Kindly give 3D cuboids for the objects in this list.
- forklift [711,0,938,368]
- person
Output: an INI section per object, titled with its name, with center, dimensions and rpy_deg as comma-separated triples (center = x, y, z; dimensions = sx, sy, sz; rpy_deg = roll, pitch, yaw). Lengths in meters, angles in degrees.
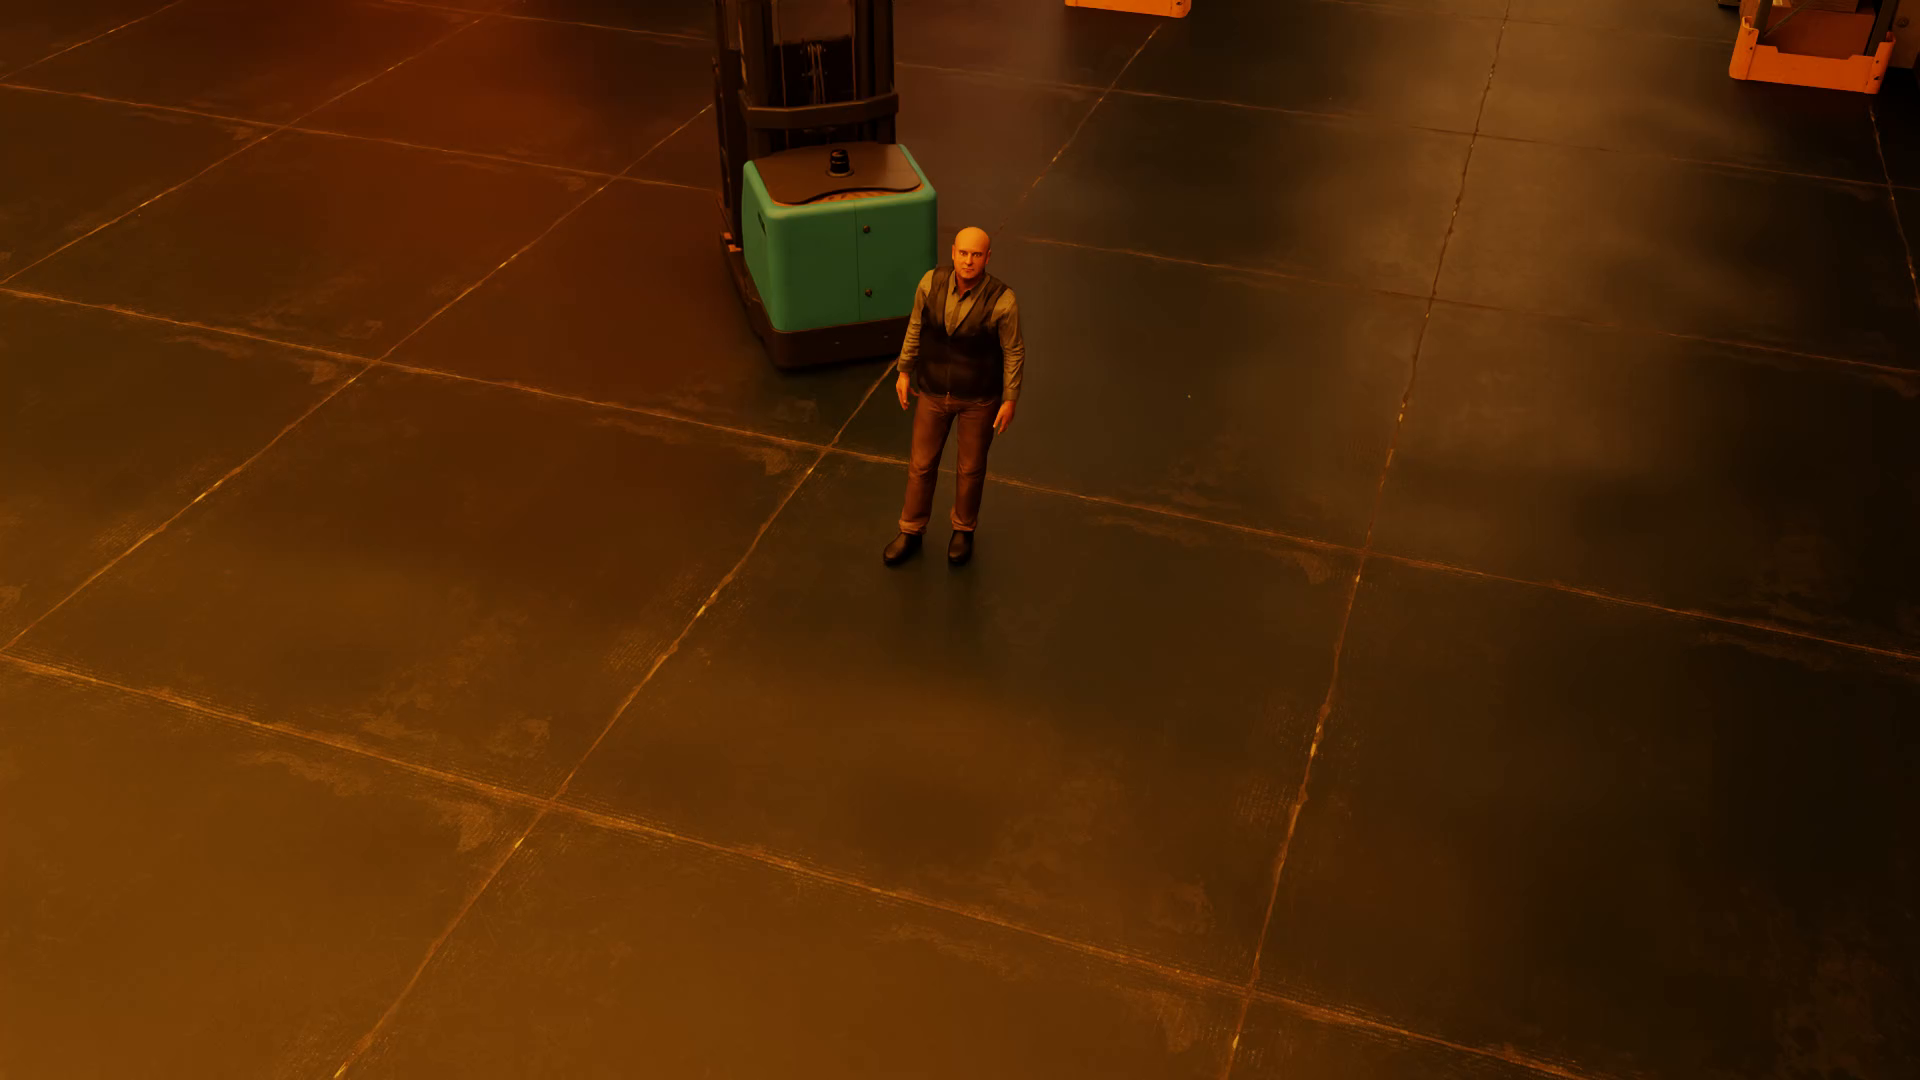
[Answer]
[forklift]
center = -1.017, -3.080, 10.456
dimensions = 1.130, 2.935, 3.031
rpy_deg = -10, 36, -13
[person]
center = -0.028, -0.676, 8.098
dimensions = 0.632, 1.720, 0.568
rpy_deg = 12, 37, 16
